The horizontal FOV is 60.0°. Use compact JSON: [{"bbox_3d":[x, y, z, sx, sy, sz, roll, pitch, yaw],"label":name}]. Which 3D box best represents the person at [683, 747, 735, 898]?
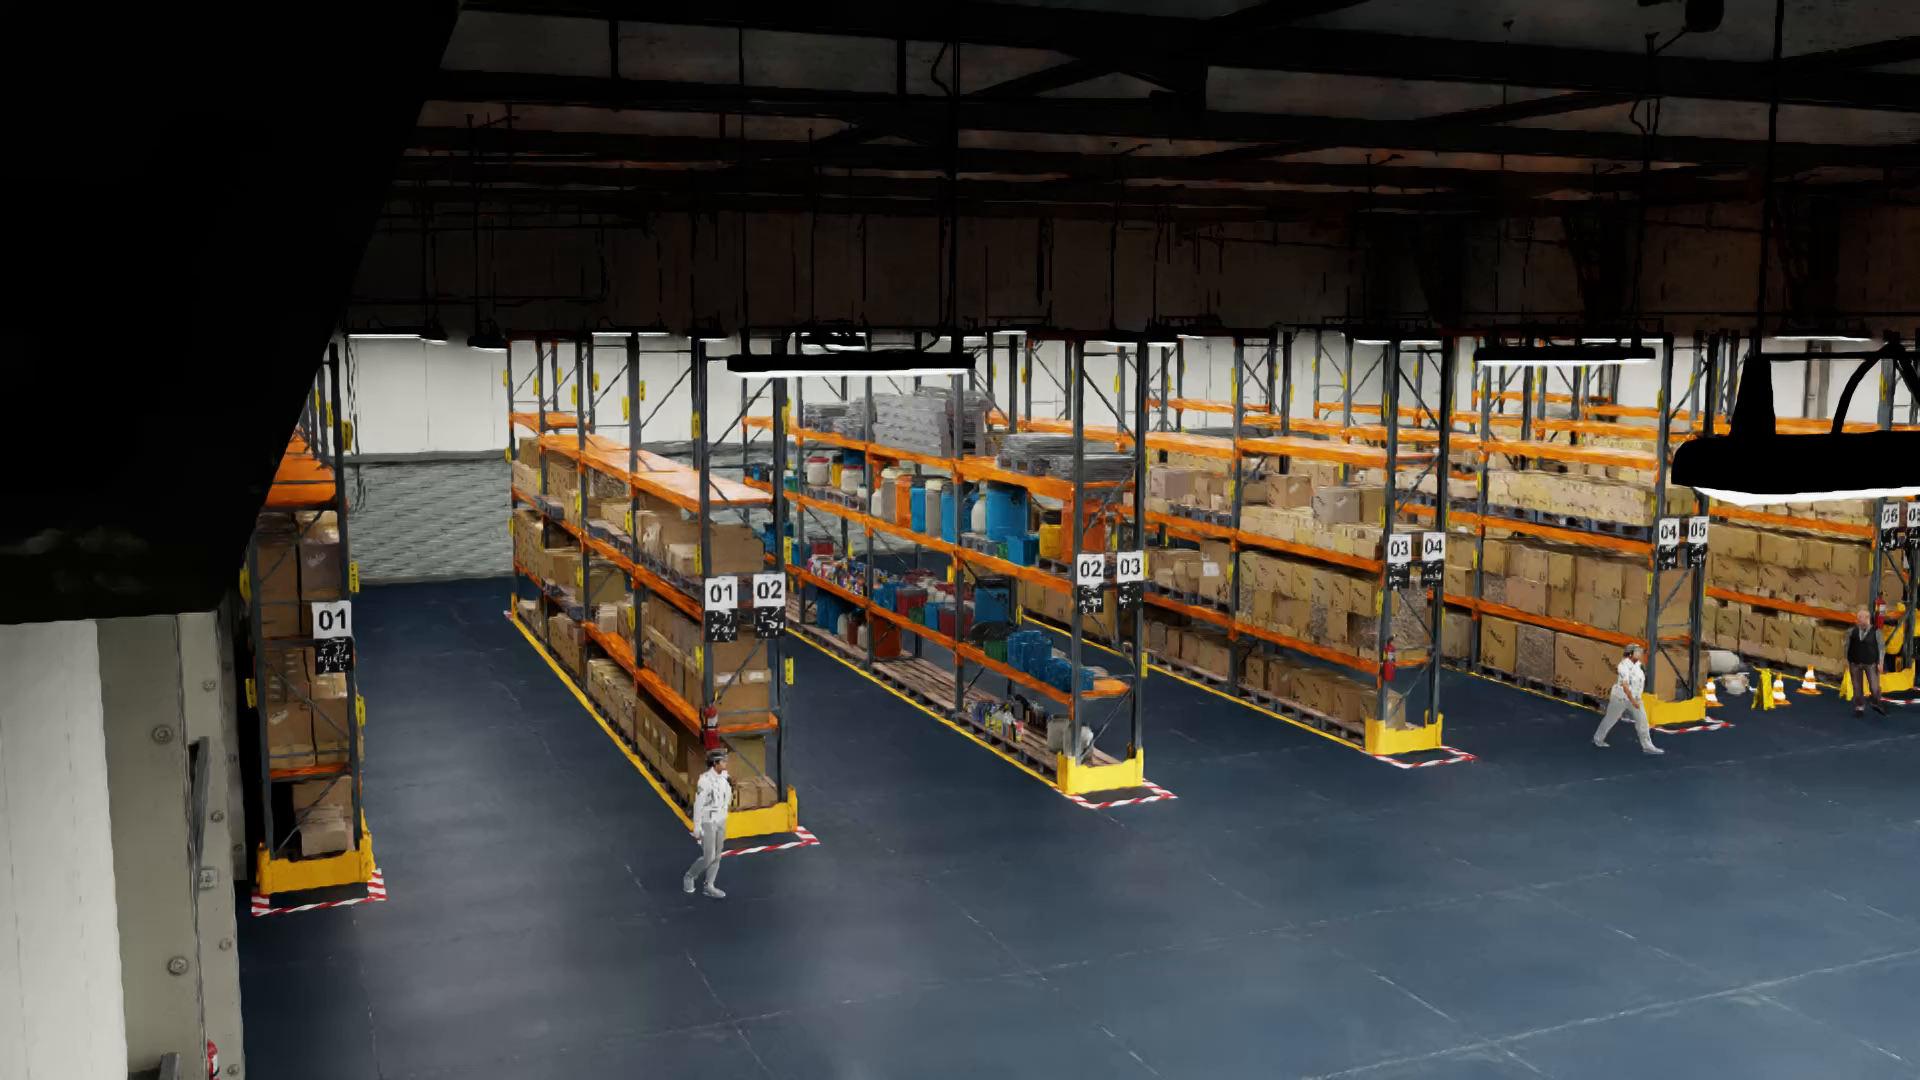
[{"bbox_3d":[-2.730,3.062,18.085,0.482,1.671,0.538,5,9,30],"label":"person"}]

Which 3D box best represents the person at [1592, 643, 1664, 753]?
[{"bbox_3d":[9.665,2.265,24.037,0.491,1.593,1.000,-5,9,-31],"label":"person"}]

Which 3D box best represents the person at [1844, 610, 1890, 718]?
[{"bbox_3d":[14.221,1.940,26.050,0.690,1.706,0.471,6,10,39],"label":"person"}]

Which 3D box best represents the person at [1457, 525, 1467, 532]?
[{"bbox_3d":[10.750,0.567,35.803,0.594,1.782,0.678,0,8,-2],"label":"person"}]
